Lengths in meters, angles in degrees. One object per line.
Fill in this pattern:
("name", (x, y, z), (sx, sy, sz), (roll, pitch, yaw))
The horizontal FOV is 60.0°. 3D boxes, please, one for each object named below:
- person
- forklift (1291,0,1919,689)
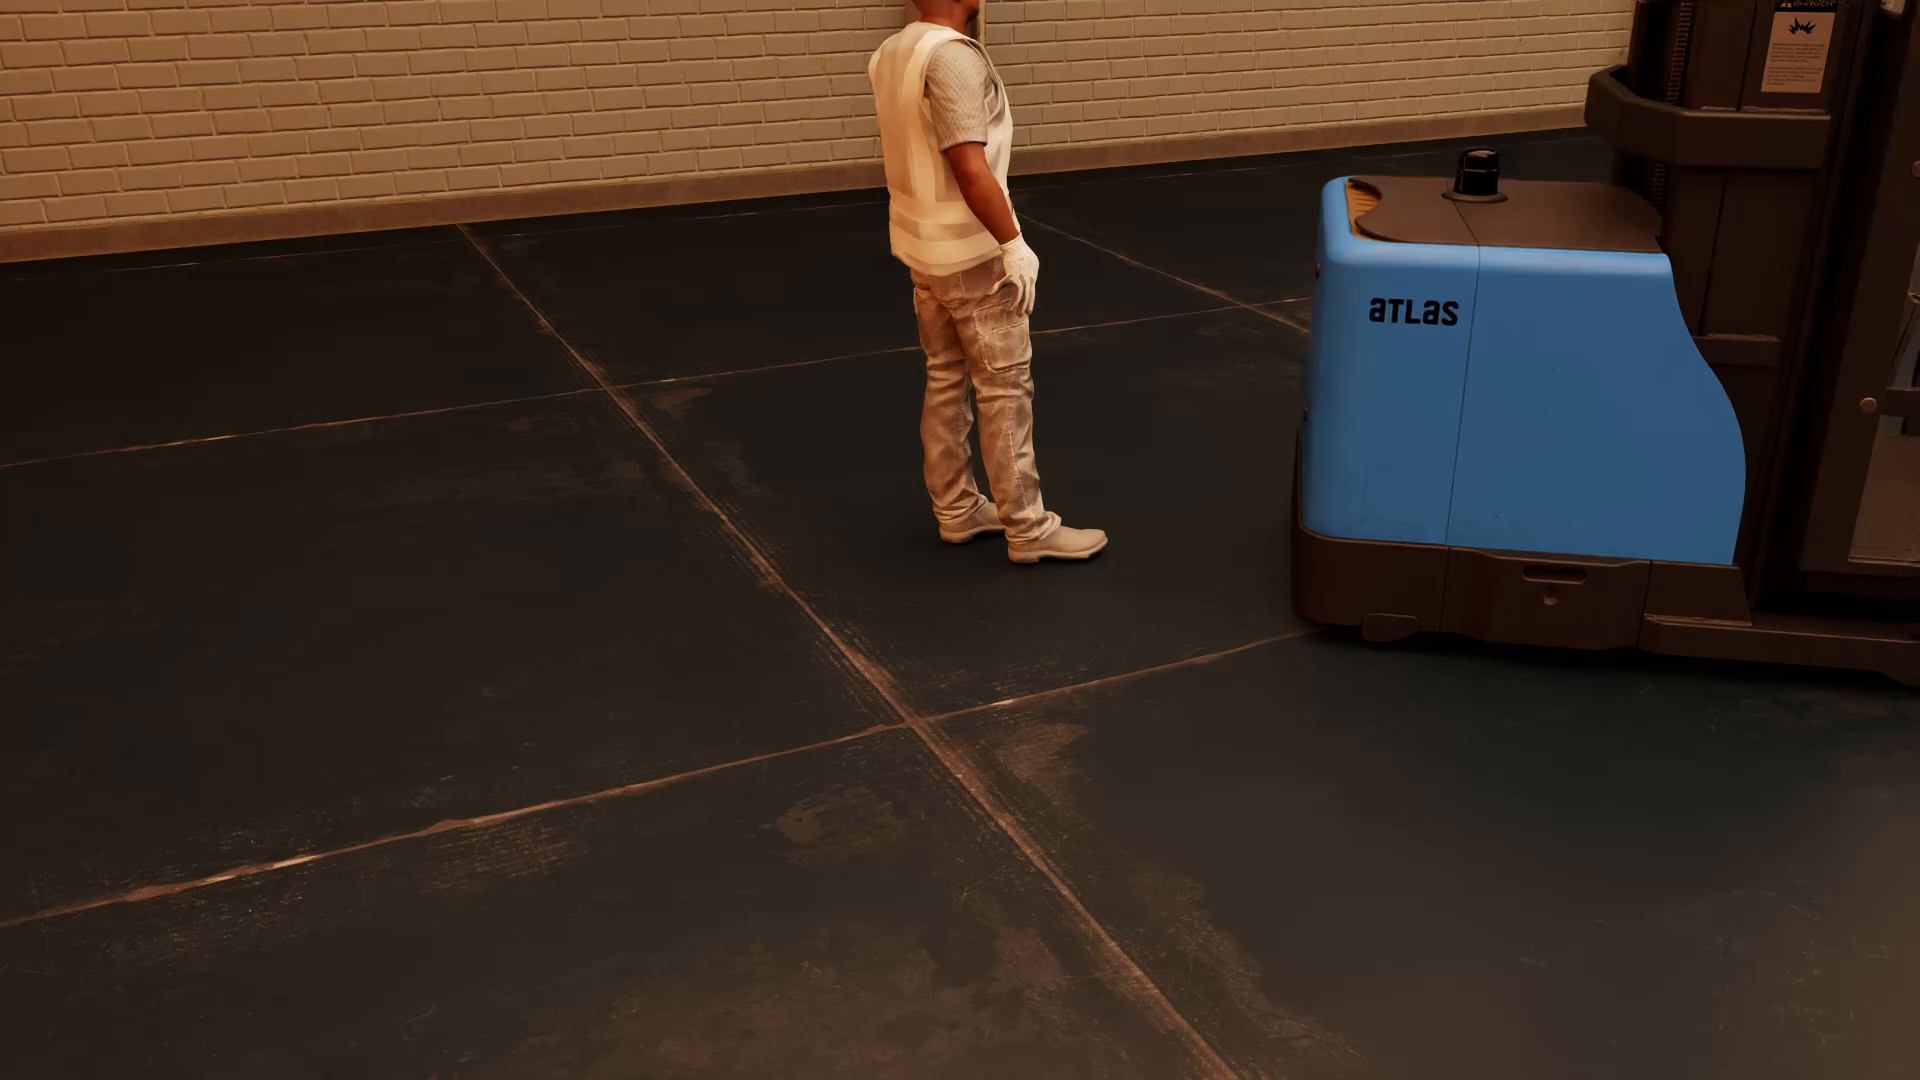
("person", (0.069, -0.839, 4.782), (0.577, 1.782, 0.656), (-10, 25, -23))
("forklift", (2.462, -1.163, 4.085), (3.031, 2.935, 1.130), (4, 23, 10))
